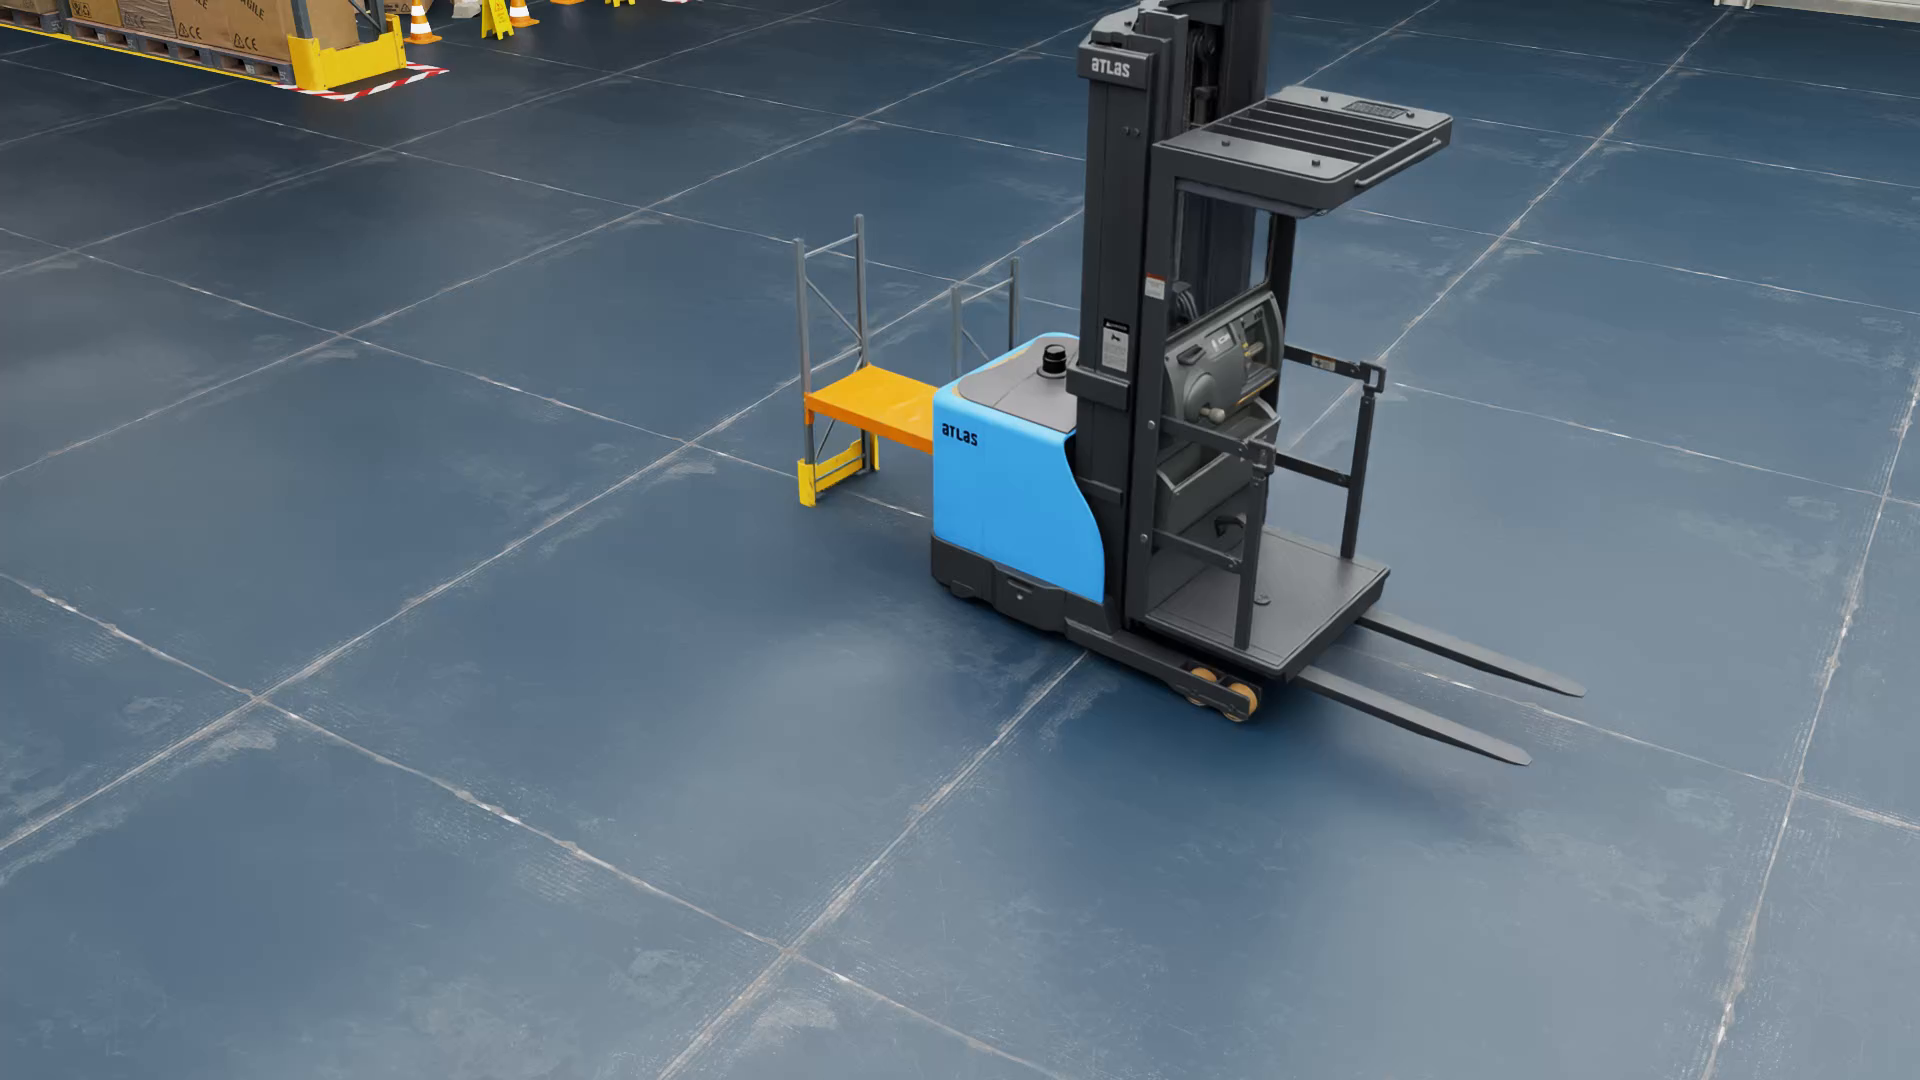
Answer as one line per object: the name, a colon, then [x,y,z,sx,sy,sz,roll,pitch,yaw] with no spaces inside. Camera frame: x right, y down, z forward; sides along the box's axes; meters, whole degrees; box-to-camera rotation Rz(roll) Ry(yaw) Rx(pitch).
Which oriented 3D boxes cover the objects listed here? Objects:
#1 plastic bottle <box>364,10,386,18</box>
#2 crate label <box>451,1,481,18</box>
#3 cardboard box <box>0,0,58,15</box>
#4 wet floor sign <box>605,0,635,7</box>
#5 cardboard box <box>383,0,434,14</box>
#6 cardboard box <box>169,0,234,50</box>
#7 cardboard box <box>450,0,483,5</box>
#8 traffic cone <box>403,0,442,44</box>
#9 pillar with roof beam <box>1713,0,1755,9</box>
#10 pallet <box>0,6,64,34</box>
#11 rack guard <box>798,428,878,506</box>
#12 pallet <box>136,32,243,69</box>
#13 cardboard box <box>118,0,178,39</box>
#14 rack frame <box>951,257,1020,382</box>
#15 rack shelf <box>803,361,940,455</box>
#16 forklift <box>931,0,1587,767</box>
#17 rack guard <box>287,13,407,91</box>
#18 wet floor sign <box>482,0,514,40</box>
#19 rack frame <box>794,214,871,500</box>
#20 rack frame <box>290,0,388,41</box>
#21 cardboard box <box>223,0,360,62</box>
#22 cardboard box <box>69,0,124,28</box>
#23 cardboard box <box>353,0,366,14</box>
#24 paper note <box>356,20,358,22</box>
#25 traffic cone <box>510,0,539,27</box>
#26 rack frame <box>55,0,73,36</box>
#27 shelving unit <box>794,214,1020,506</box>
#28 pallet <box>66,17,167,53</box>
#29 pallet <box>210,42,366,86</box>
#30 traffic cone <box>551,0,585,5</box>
plastic bottle: [-6.702,-5.994,18.963,0.283,0.061,0.133,6,31,10]
crate label: [-5.643,-6.064,19.009,0.298,0.136,0.250,1,30,2]
cardboard box: [-10.100,-6.386,18.536,0.750,0.750,1.050,17,34,27]
wet floor sign: [-4.000,-6.592,19.410,0.267,0.644,0.232,-21,36,-32]
cardboard box: [-6.426,-6.429,19.270,0.637,0.503,0.797,-4,30,-7]
cardboard box: [-7.494,-5.629,17.114,0.875,0.875,0.875,17,34,27]
cardboard box: [-5.776,-6.374,19.529,0.380,0.149,0.250,-15,33,-24]
traffic cone: [-5.833,-5.630,17.941,0.334,0.463,0.336,18,35,27]
pillar with roof beam: [6.808,-8.347,14.127,0.400,9.000,9.100,18,35,27]
pallet: [-10.220,-6.019,18.857,1.213,0.211,1.003,18,35,27]
rack guard: [-0.670,-0.417,9.216,0.087,0.250,0.587,22,37,33]
pallet: [-7.886,-5.281,17.592,1.213,0.211,1.003,18,35,27]
cardboard box: [-8.265,-5.874,17.534,0.875,0.875,0.875,18,35,28]
rack frame: [0.125,-0.638,8.355,0.032,1.500,0.500,22,37,33]
rack shelf: [-0.273,-0.642,8.719,1.000,0.185,0.538,22,37,33]
forklift: [1.323,-0.764,7.152,3.031,2.935,1.130,22,37,33]
rack guard: [-6.118,-4.891,16.638,0.348,0.500,1.175,18,35,27]
wet floor sign: [-5.061,-5.797,18.047,0.232,0.644,0.267,12,32,19]
rack frame: [-0.671,-0.957,8.902,0.032,1.500,0.500,22,37,33]
rack frame: [-6.138,-5.977,16.019,0.127,3.000,1.000,18,35,27]
cardboard box: [-6.748,-5.394,16.711,0.875,0.875,0.875,18,35,28]
cardboard box: [-9.031,-6.114,17.945,0.875,0.875,0.875,18,35,28]
cardboard box: [-7.091,-6.193,19.103,0.258,0.266,0.396,24,38,35]
paper note: [-6.837,-5.870,18.803,0.032,0.001,0.123,-15,33,-24]
traffic cone: [-4.945,-6.021,18.611,0.334,0.463,0.336,18,35,27]
rack frame: [-9.526,-7.049,17.855,0.127,3.000,1.000,18,35,27]
shelving unit: [-0.280,-0.800,8.633,1.083,1.500,0.587,22,37,33]
pallet: [-8.924,-5.607,18.152,1.213,0.211,1.003,18,35,27]
pallet: [-6.857,-4.953,17.031,1.213,0.211,1.003,18,35,27]
traffic cone: [-4.642,-6.586,19.579,0.334,0.463,0.336,18,35,27]
